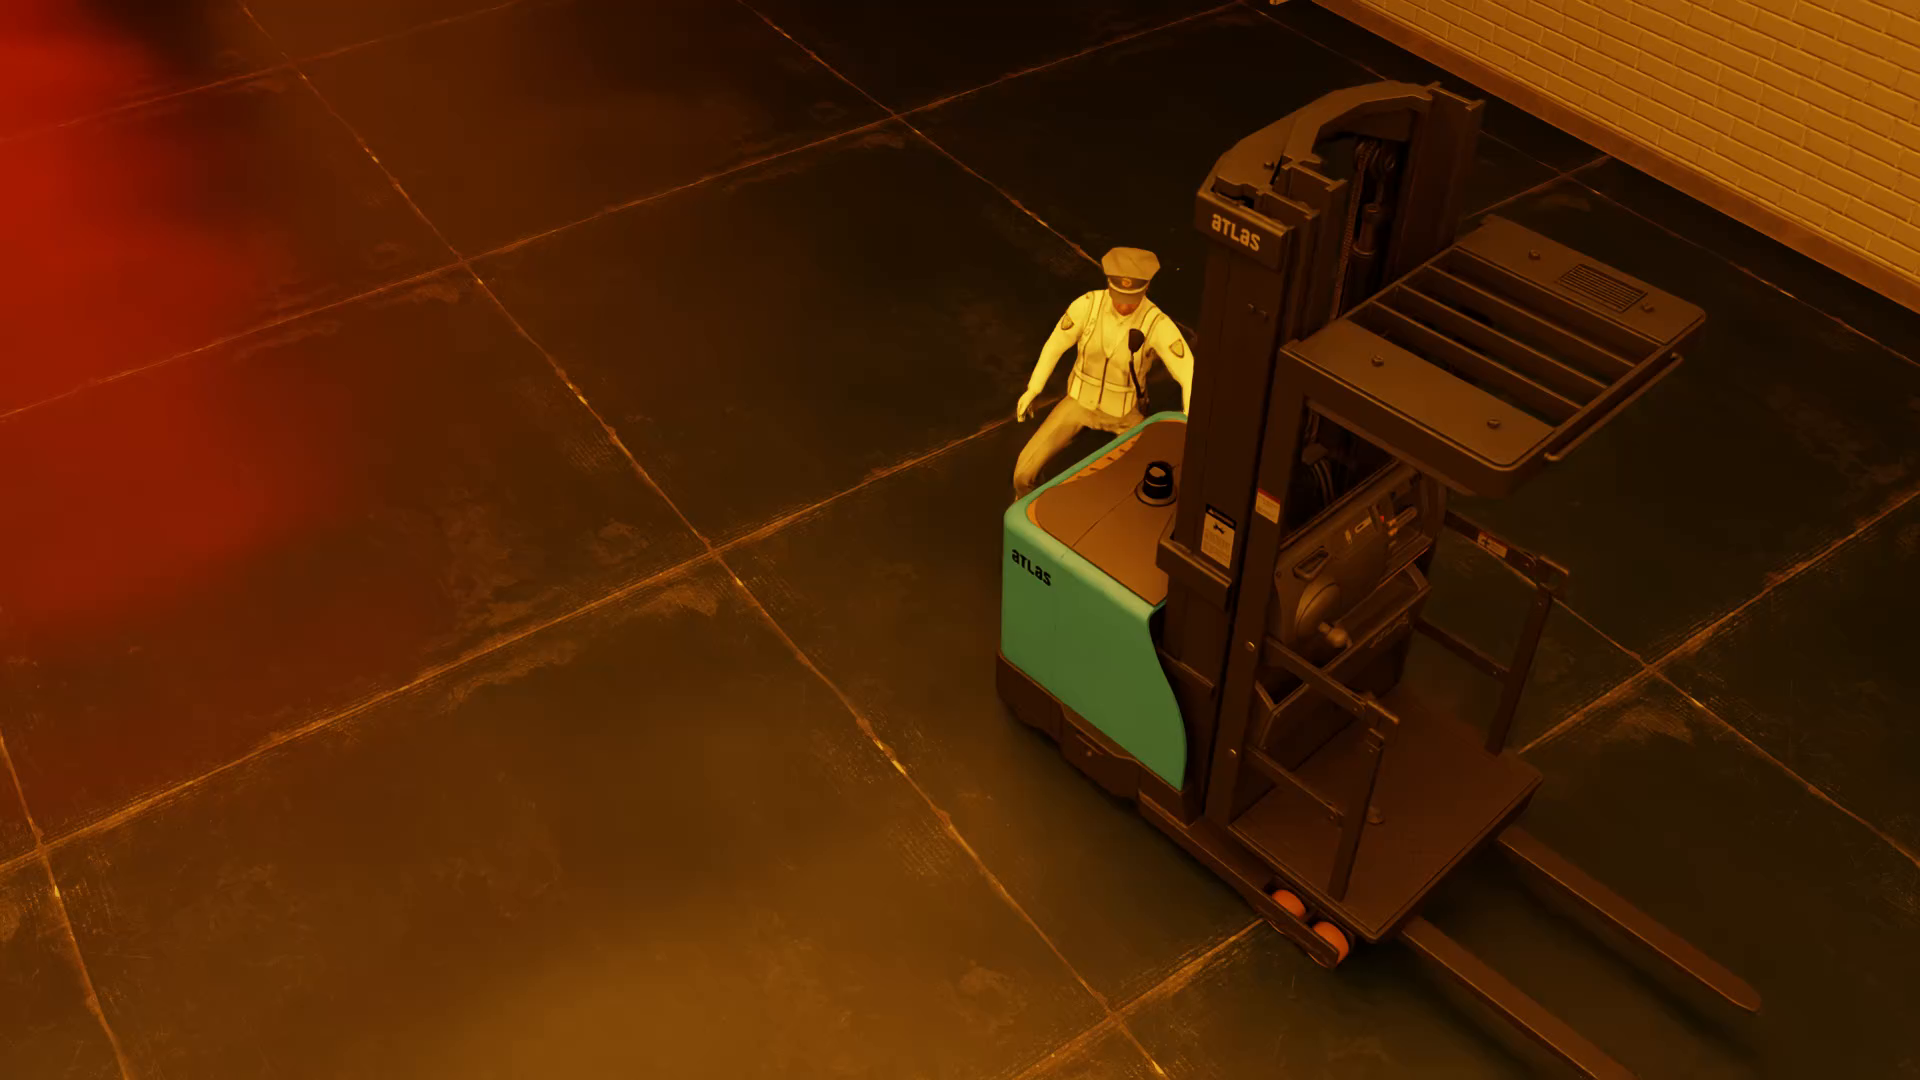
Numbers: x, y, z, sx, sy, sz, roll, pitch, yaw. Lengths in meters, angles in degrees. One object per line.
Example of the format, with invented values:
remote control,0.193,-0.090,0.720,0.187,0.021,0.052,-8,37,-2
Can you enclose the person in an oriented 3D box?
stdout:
person,0.711,-0.608,7.415,0.881,1.506,0.688,14,45,15

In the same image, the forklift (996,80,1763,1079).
forklift,1.526,0.103,5.604,1.130,2.935,3.031,-32,52,-30
